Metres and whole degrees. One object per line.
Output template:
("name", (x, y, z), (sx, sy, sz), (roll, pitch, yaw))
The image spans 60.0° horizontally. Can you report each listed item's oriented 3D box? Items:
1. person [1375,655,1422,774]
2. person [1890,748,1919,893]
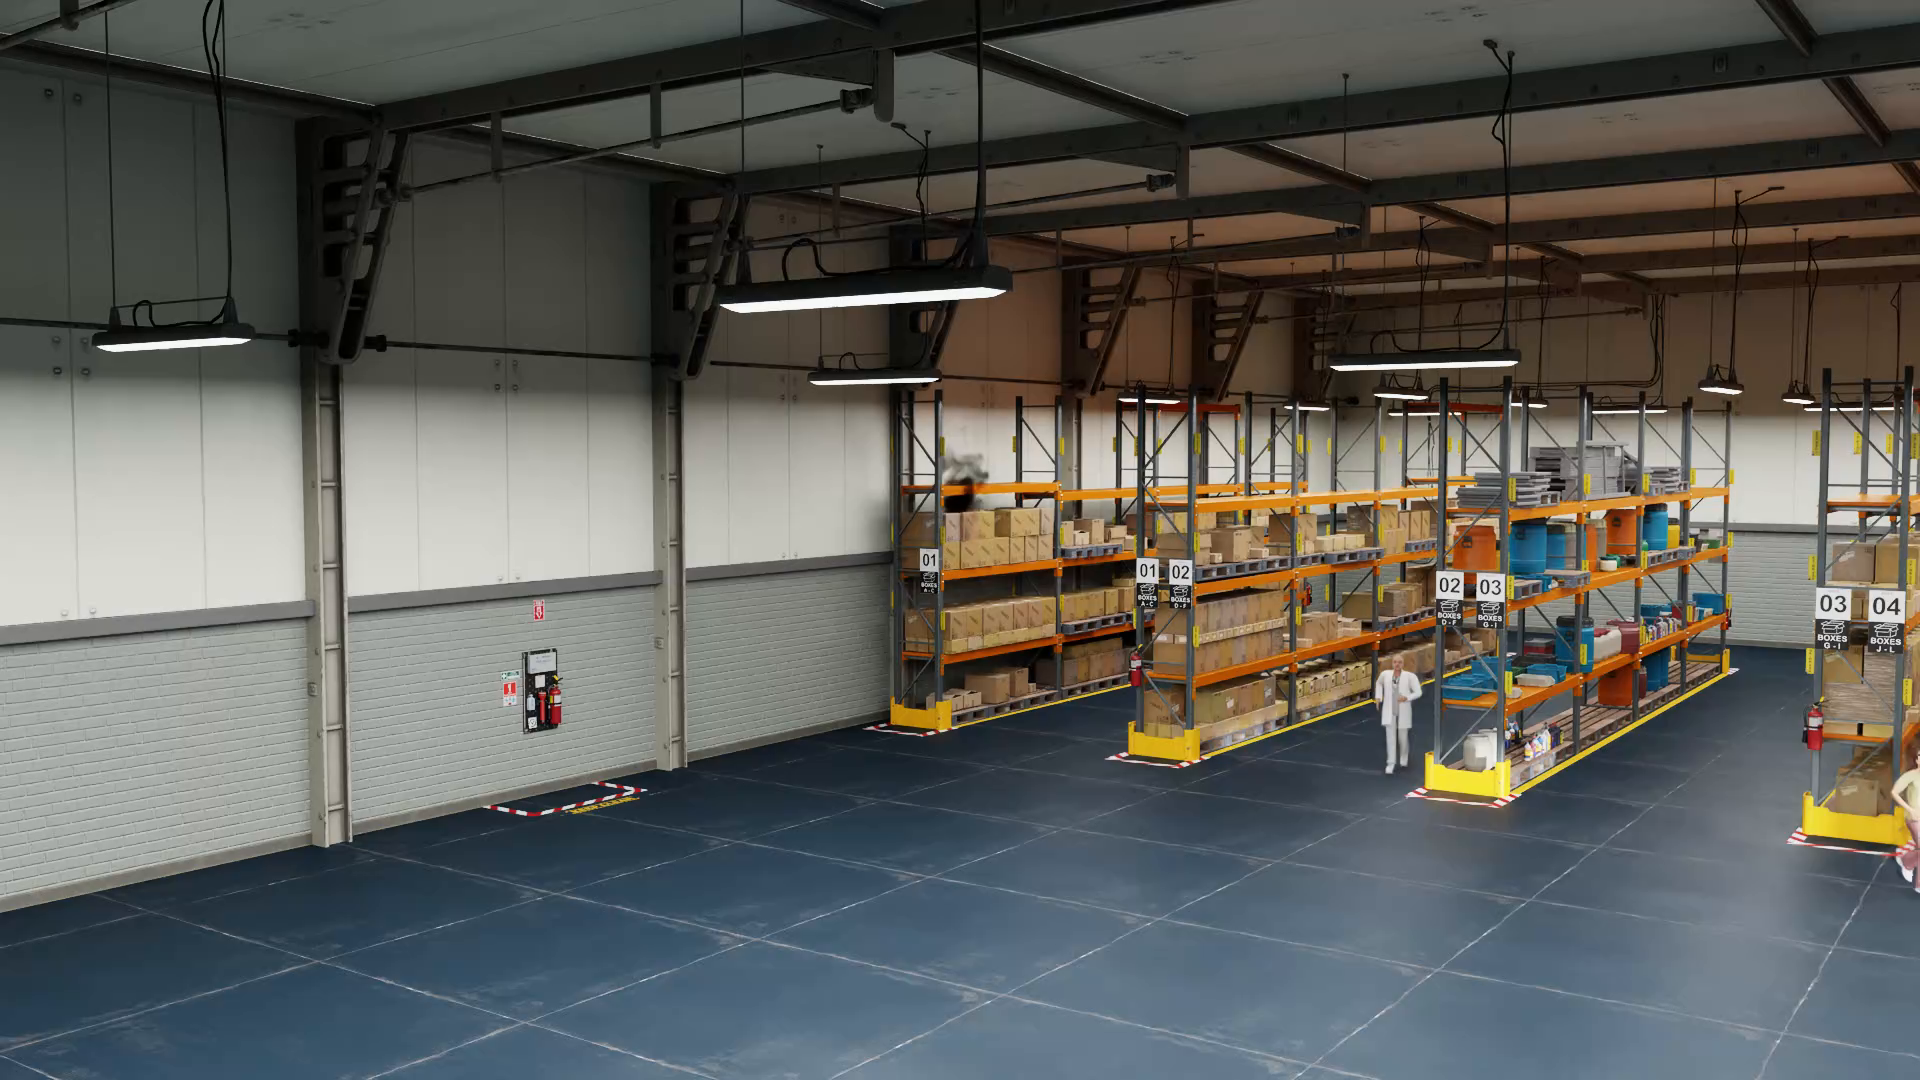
("person", (6.741, 2.652, 25.626), (0.720, 1.777, 0.975), (1, 3, 22))
("person", (10.715, 3.137, 18.638), (0.602, 1.634, 0.643), (-1, 3, -15))
